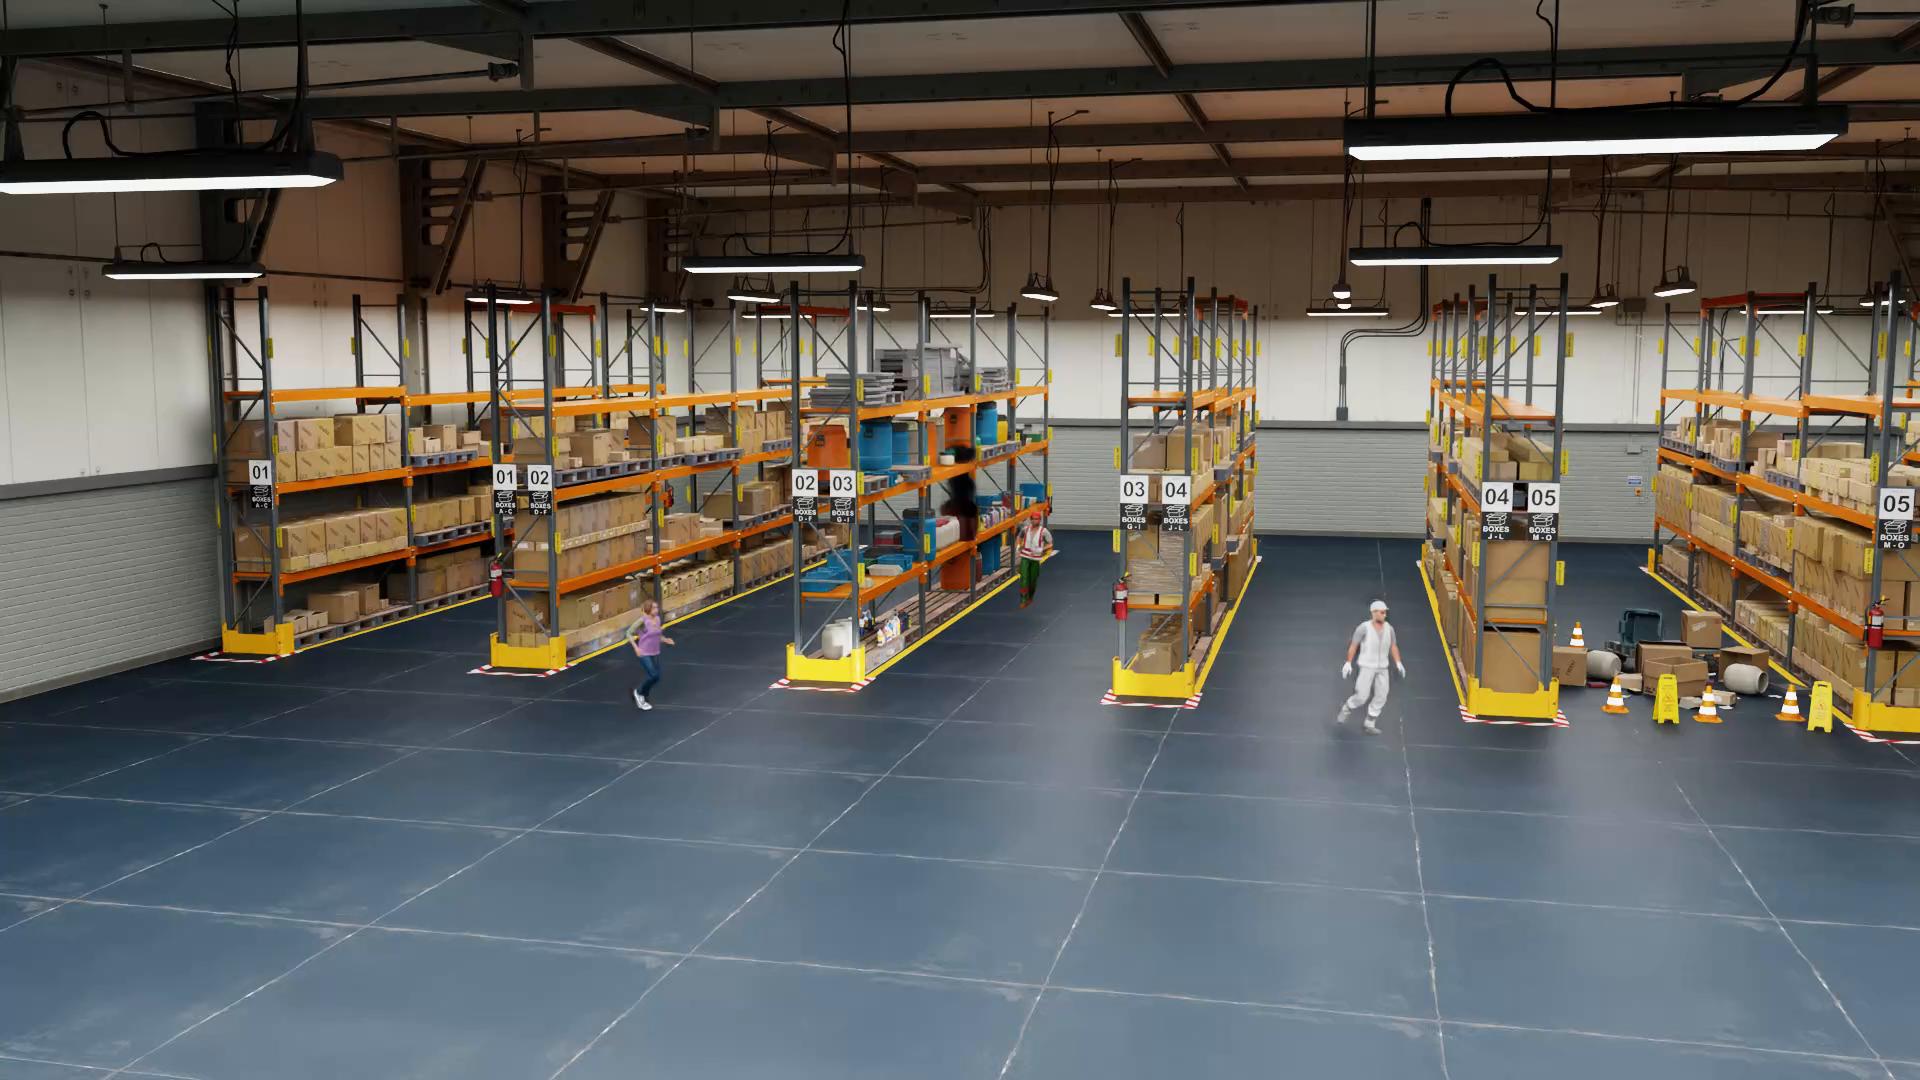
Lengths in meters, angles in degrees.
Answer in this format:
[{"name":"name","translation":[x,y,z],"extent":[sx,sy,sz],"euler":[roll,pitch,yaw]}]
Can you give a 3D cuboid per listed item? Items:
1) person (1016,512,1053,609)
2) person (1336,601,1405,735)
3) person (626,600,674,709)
[{"name":"person","translation":[1.356,0.358,30.495],"extent":[0.700,1.776,0.786],"euler":[2,7,13]},{"name":"person","translation":[5.334,1.646,21.649],"extent":[0.713,1.754,0.694],"euler":[-2,7,-18]},{"name":"person","translation":[-4.290,1.595,22.995],"extent":[0.627,1.546,0.547],"euler":[5,8,34]}]
